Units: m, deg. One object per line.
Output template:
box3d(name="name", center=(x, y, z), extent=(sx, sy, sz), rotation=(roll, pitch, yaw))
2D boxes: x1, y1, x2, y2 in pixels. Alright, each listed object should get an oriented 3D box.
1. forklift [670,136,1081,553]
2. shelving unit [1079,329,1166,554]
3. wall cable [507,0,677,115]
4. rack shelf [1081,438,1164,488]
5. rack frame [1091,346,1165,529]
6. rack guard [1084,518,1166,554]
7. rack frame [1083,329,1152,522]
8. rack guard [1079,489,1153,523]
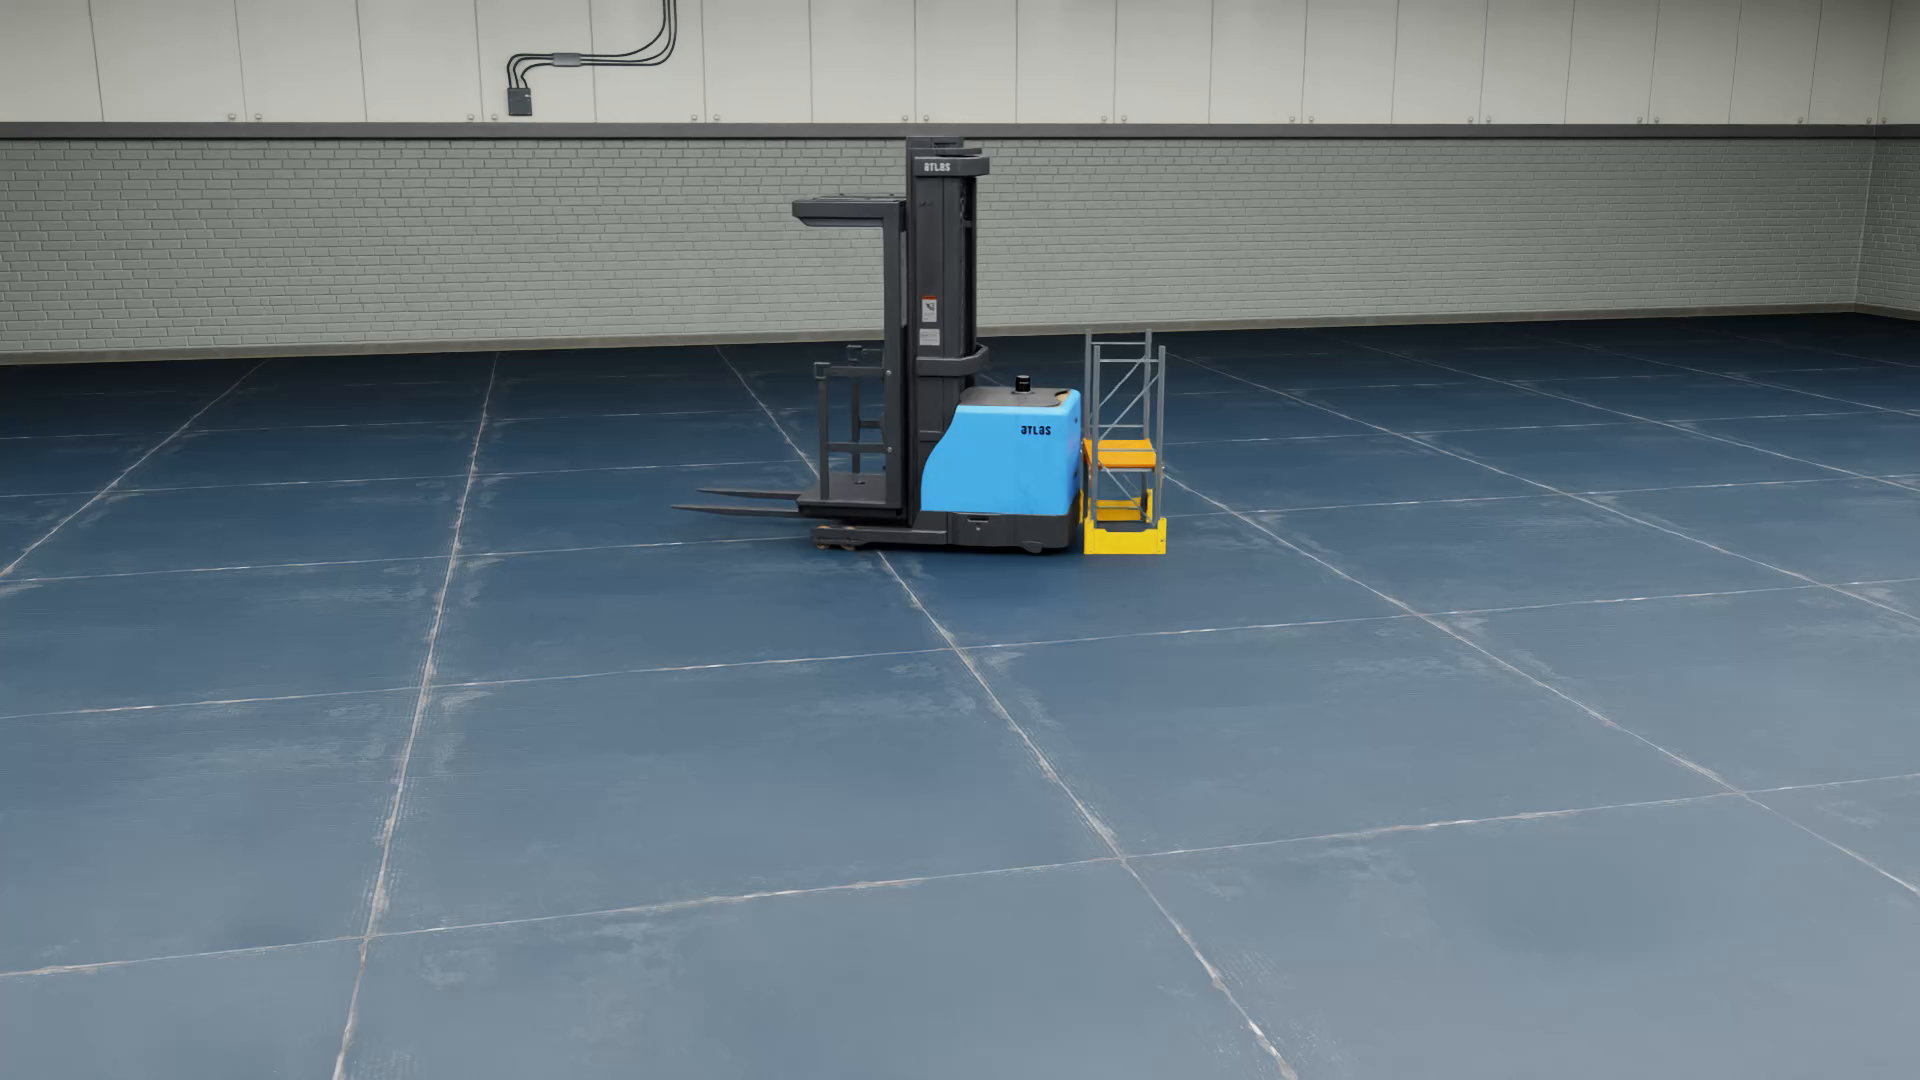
box3d(name="forklift", center=(-0.639, -1.475, 12.288), extent=(3.031, 2.935, 1.130), rotation=(2, 14, 10))
box3d(name="shelving unit", center=(1.201, -0.755, 12.356), extent=(0.587, 1.500, 1.083), rotation=(0, 14, 1))
box3d(name="wall cable", center=(-4.993, -8.744, 22.090), extent=(2.305, 6.003, 0.169), rotation=(-3, 14, -13))
box3d(name="rack shelf", center=(1.201, -0.582, 12.407), extent=(0.538, 0.185, 1.000), rotation=(0, 14, 1))
box3d(name="rack frame", center=(1.193, -0.636, 11.871), extent=(0.500, 1.500, 0.032), rotation=(0, 14, 1))
box3d(name="rack guard", center=(1.193, -0.029, 12.021), extent=(0.587, 0.250, 0.087), rotation=(0, 14, 1))
box3d(name="rack frame", center=(1.209, -0.877, 12.859), extent=(0.500, 1.500, 0.032), rotation=(0, 14, 1))
box3d(name="rack guard", center=(1.209, -0.266, 12.988), extent=(0.587, 0.250, 0.087), rotation=(0, 14, 1))
